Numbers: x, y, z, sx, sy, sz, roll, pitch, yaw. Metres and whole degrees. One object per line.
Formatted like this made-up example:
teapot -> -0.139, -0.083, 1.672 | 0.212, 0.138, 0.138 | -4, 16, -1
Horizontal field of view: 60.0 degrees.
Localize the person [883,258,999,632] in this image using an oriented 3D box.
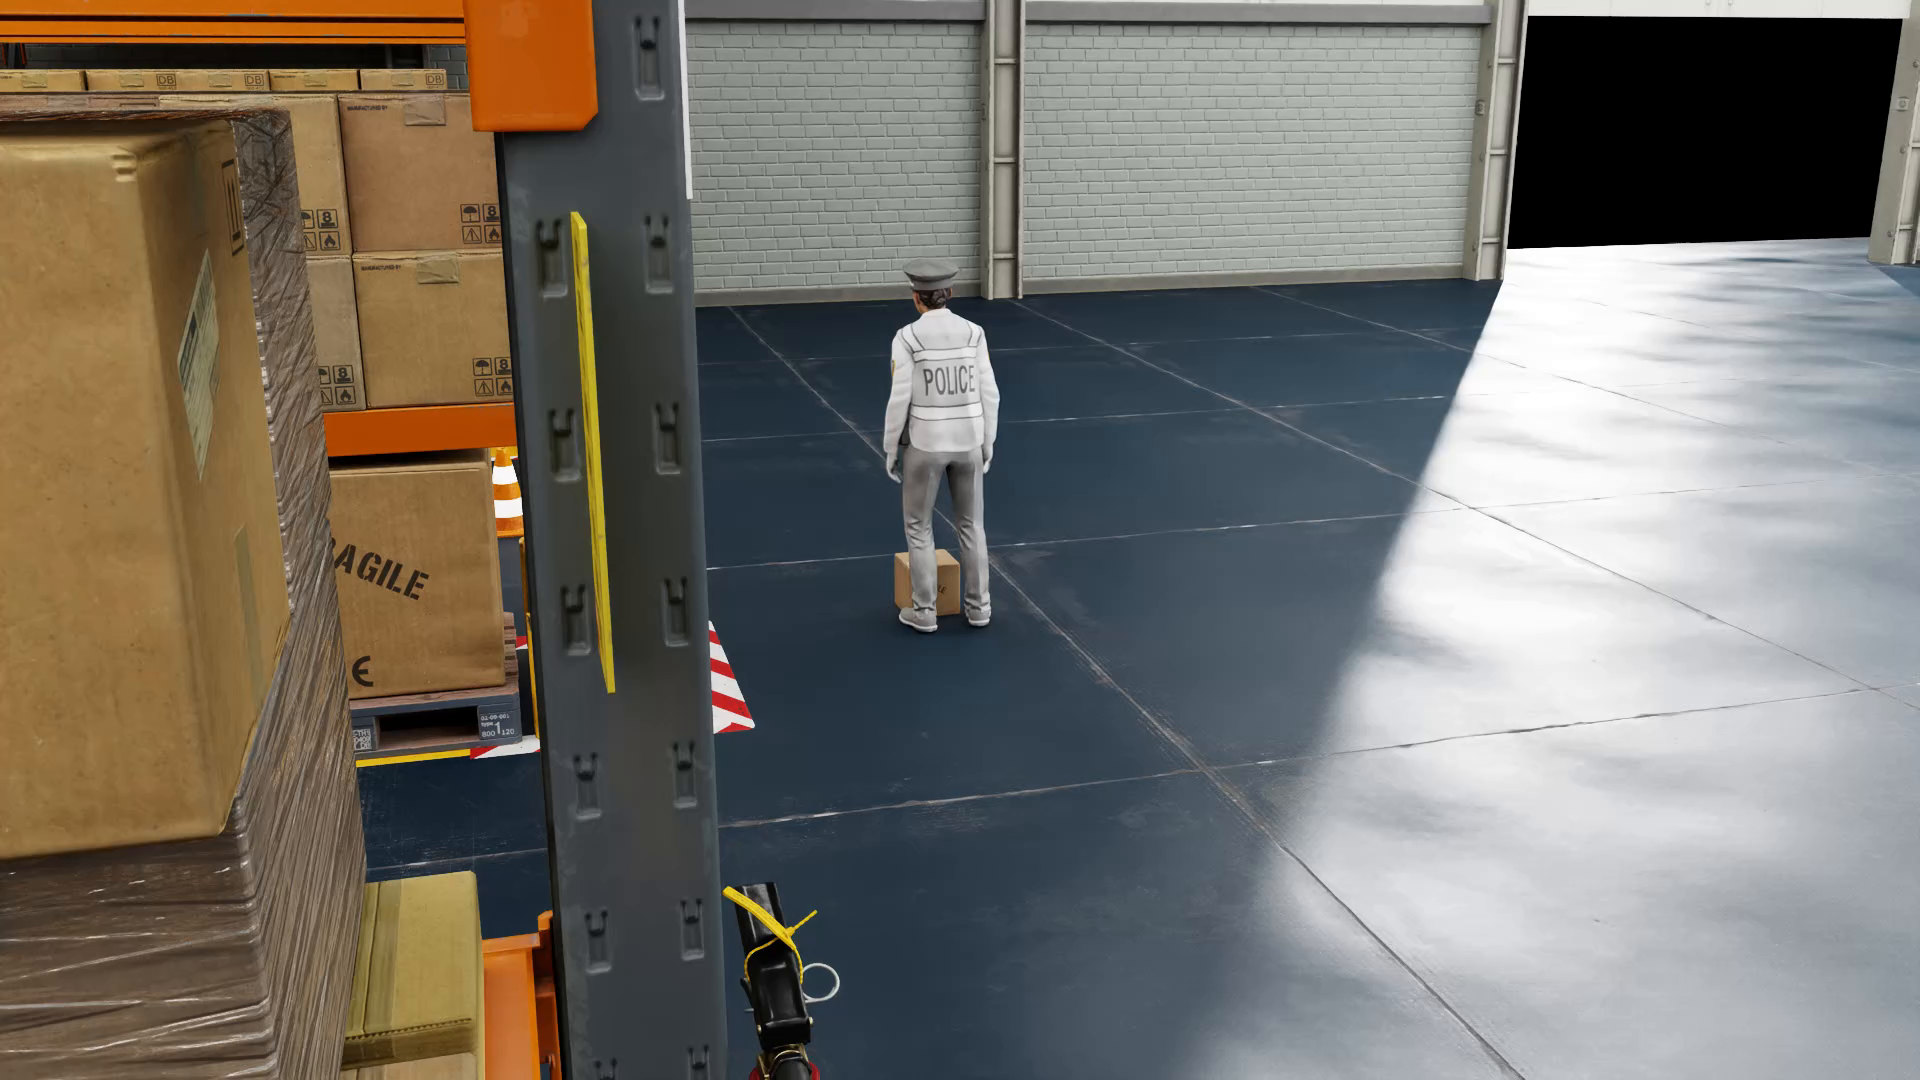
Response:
person -> -0.086, -0.407, 7.438 | 0.537, 1.661, 0.373 | -6, 17, -18
